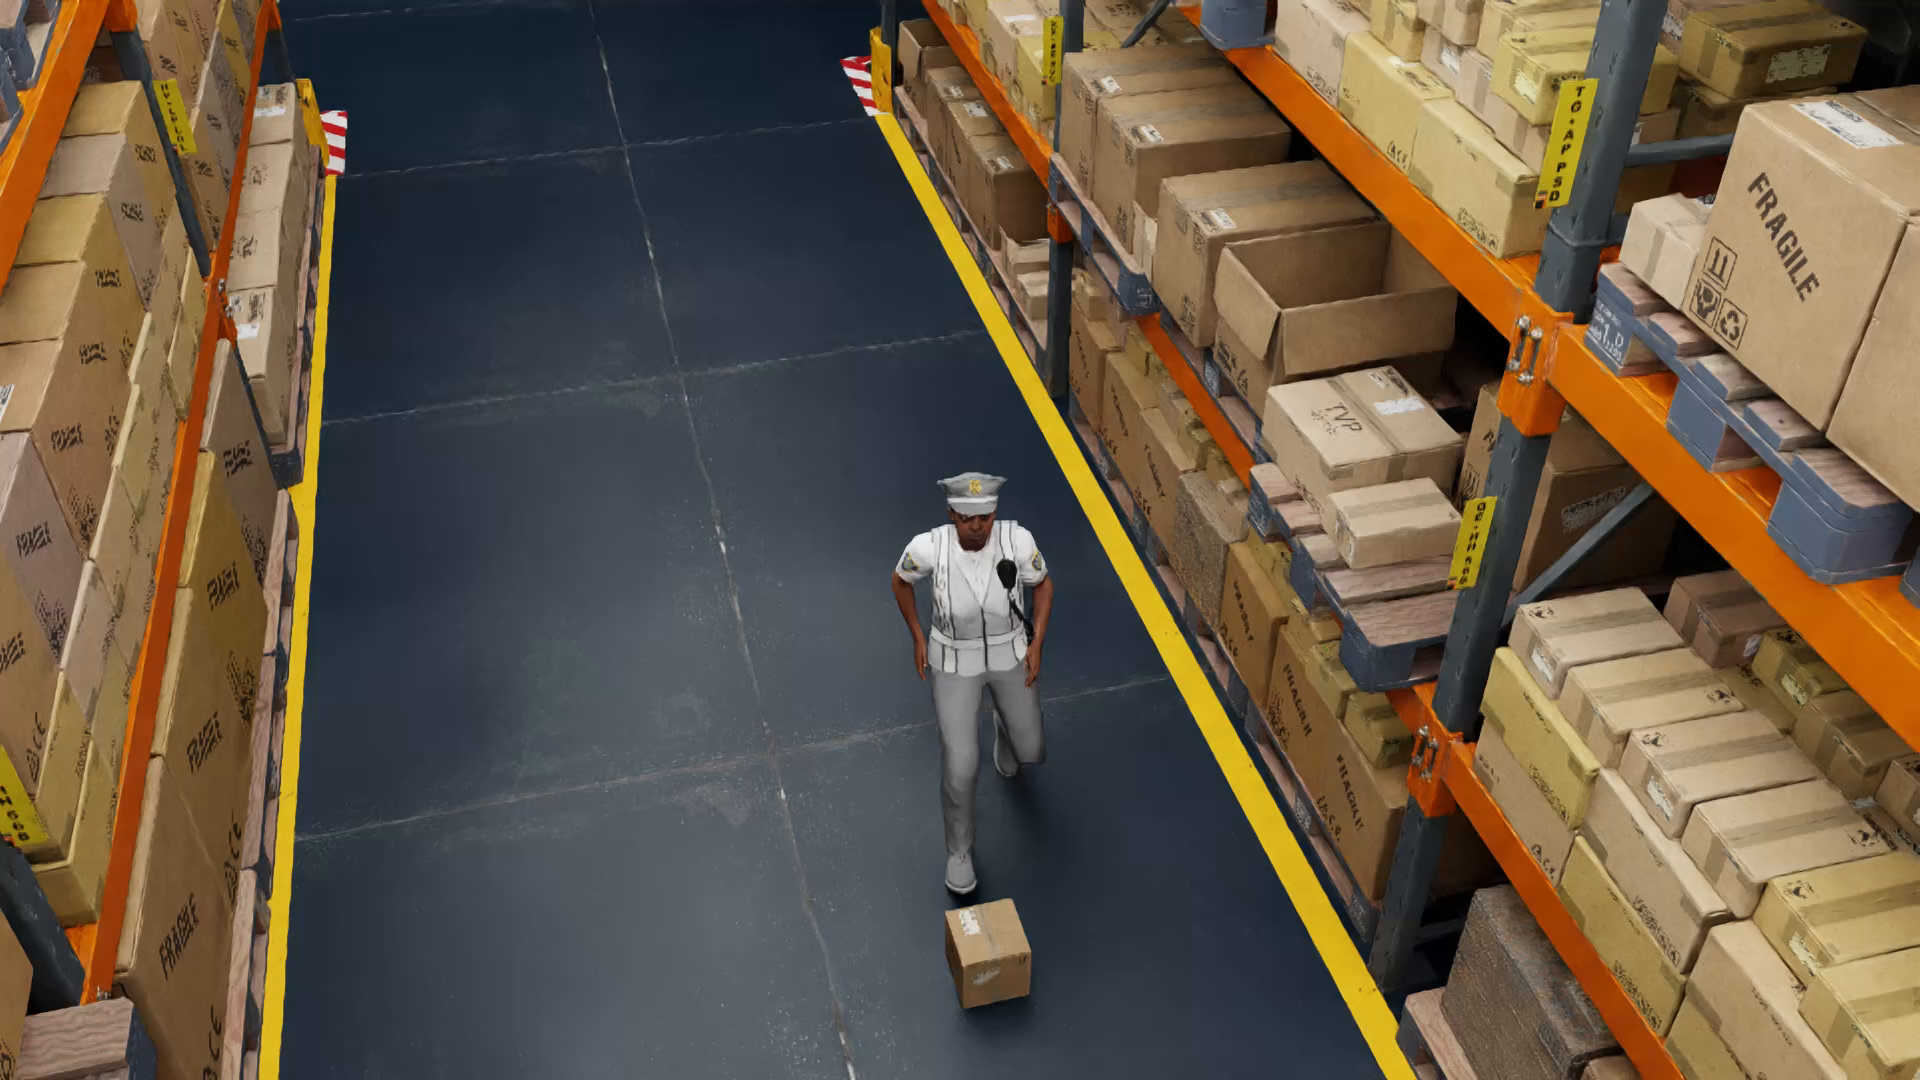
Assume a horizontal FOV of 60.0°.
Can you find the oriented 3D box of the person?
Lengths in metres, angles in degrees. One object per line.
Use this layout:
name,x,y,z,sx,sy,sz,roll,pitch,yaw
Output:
person,0.105,0.493,6.113,0.583,1.603,0.759,-9,39,-11
